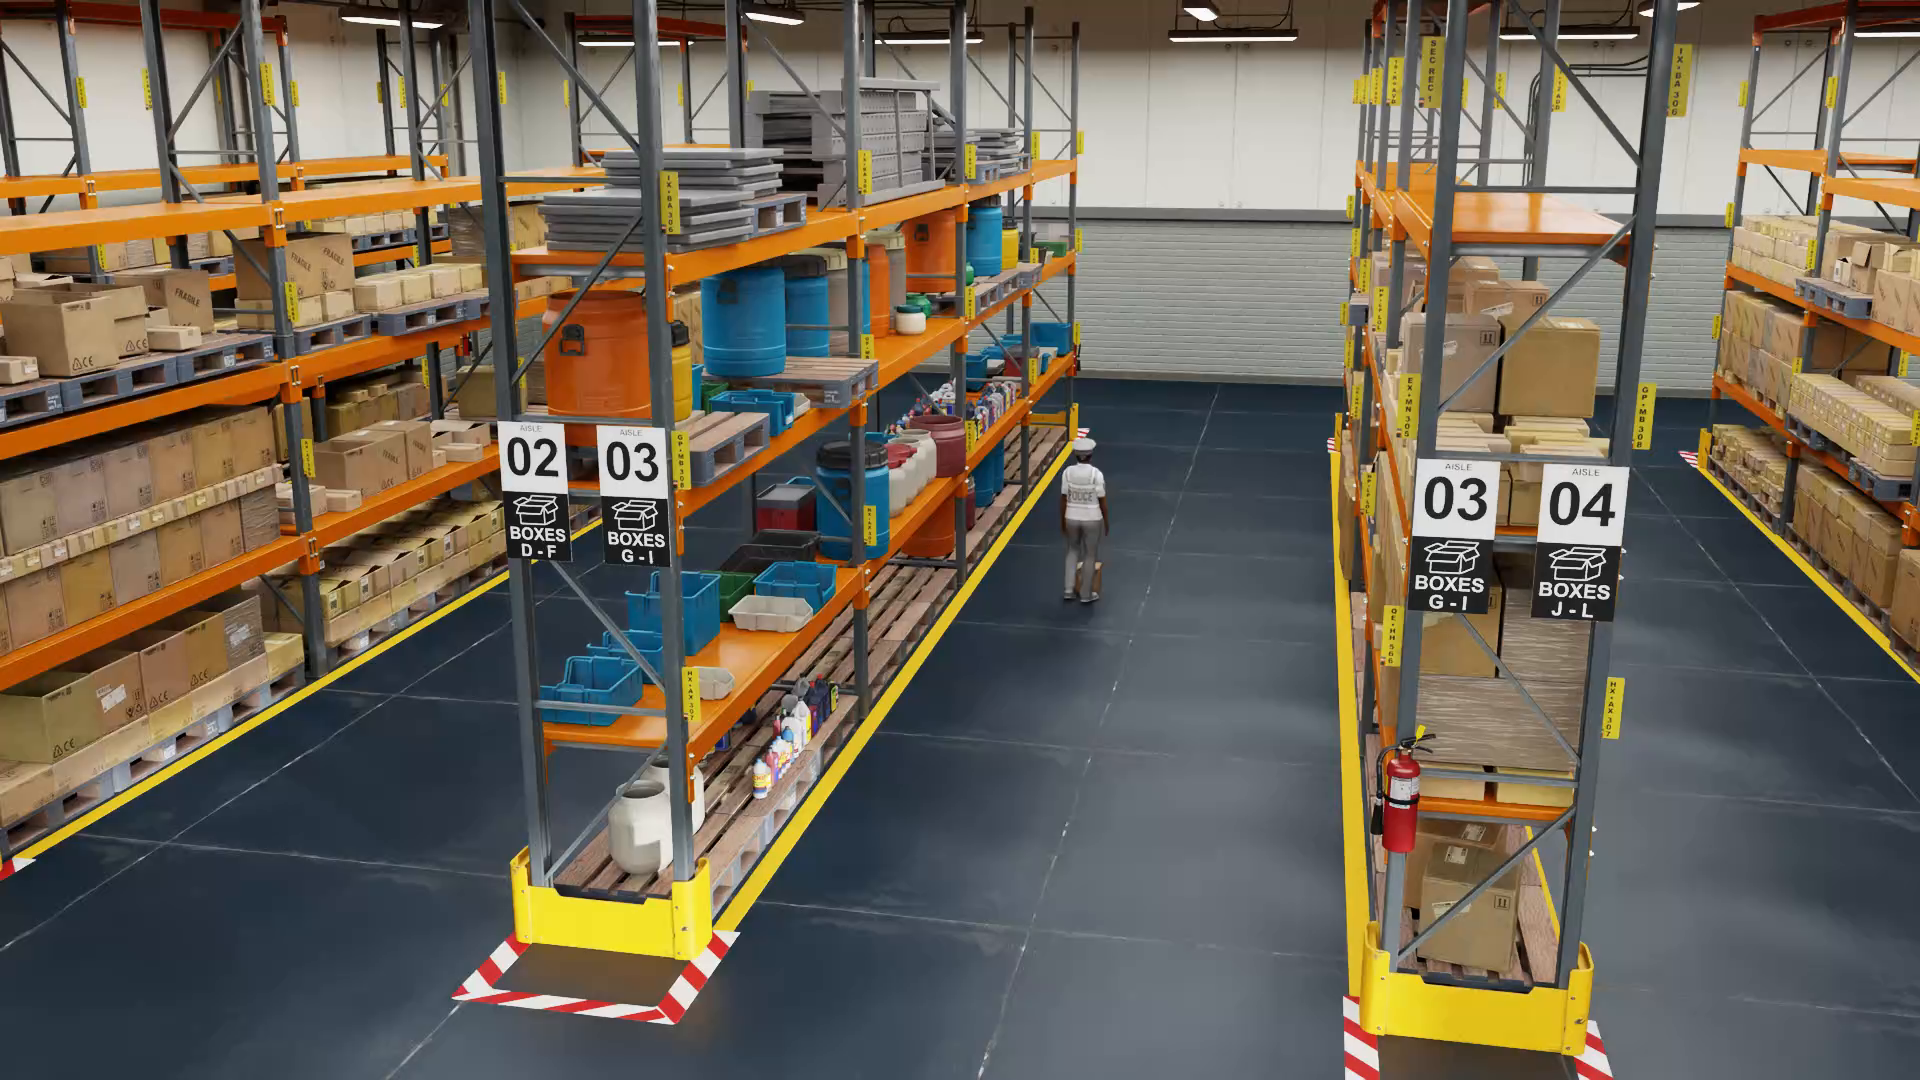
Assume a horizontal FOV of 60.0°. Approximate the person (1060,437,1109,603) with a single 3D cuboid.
[{"bbox_3d":[1.252,-0.173,16.689,0.480,1.722,0.398,6,16,21],"label":"person"}]
